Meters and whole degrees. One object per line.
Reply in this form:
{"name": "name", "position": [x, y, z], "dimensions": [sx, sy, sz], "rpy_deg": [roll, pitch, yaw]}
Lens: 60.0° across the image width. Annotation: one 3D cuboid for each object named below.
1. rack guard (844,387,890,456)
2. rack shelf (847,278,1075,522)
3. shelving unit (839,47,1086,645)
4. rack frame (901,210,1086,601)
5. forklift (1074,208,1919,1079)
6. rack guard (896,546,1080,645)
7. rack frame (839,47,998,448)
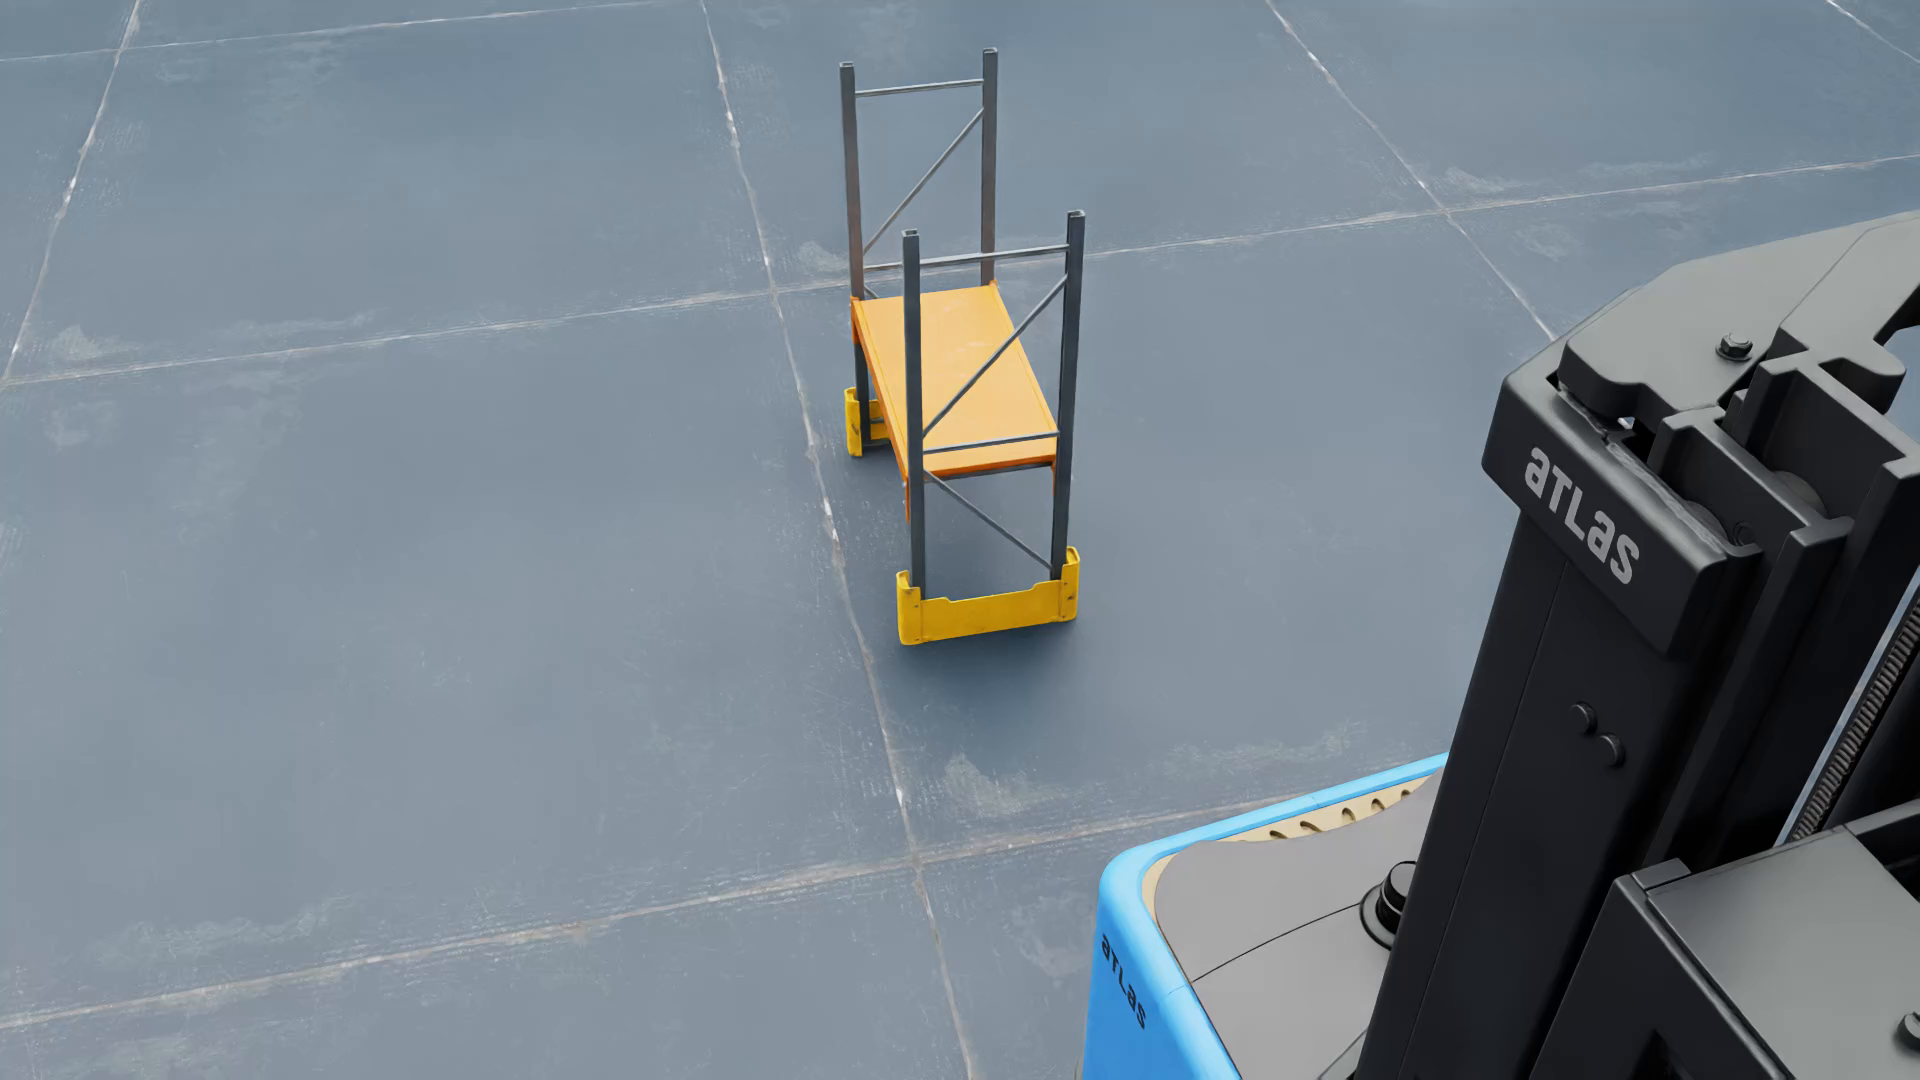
{"name": "rack guard", "position": [-0.124, -0.466, 6.086], "dimensions": [0.587, 0.250, 0.087], "rpy_deg": [-8, 42, -9]}
{"name": "rack shelf", "position": [-0.018, -0.482, 5.434], "dimensions": [0.538, 0.185, 1.000], "rpy_deg": [-8, 42, -9]}
{"name": "shelving unit", "position": [-0.016, -0.610, 5.308], "dimensions": [0.587, 1.500, 1.083], "rpy_deg": [-8, 42, -9]}
{"name": "rack frame", "position": [0.091, -0.287, 4.943], "dimensions": [0.500, 1.500, 0.032], "rpy_deg": [-8, 42, -9]}
{"name": "forklift", "position": [1.254, 1.166, 2.229], "dimensions": [1.130, 2.935, 3.031], "rpy_deg": [-14, 43, -15]}
{"name": "rack guard", "position": [0.091, 0.180, 5.359], "dimensions": [0.587, 0.250, 0.087], "rpy_deg": [-8, 42, -9]}
{"name": "rack frame", "position": [-0.128, -0.946, 5.686], "dimensions": [0.500, 1.500, 0.032], "rpy_deg": [-8, 42, -9]}
